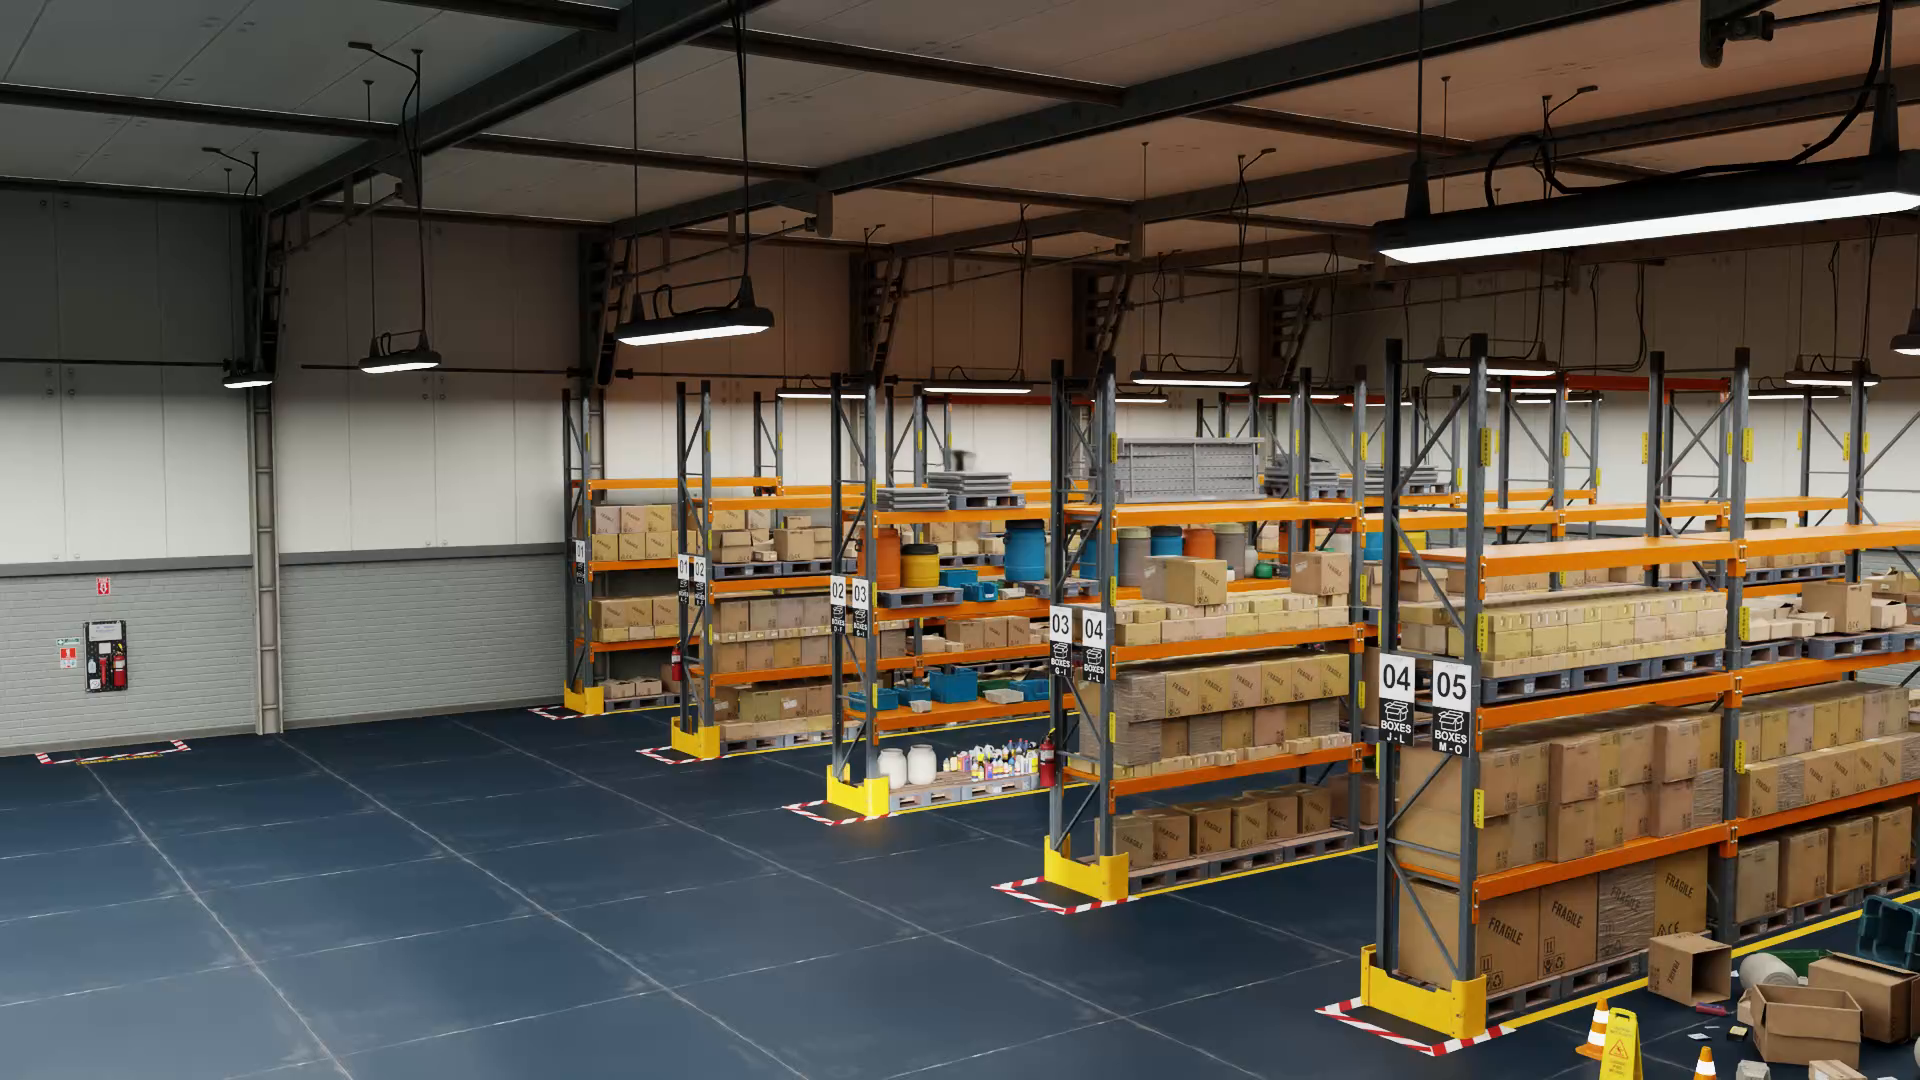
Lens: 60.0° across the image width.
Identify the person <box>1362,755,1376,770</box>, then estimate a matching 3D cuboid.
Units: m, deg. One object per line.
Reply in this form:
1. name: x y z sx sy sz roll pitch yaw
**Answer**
1. person: 5.904 2.738 24.196 0.597 1.723 0.705 -1 4 -17
